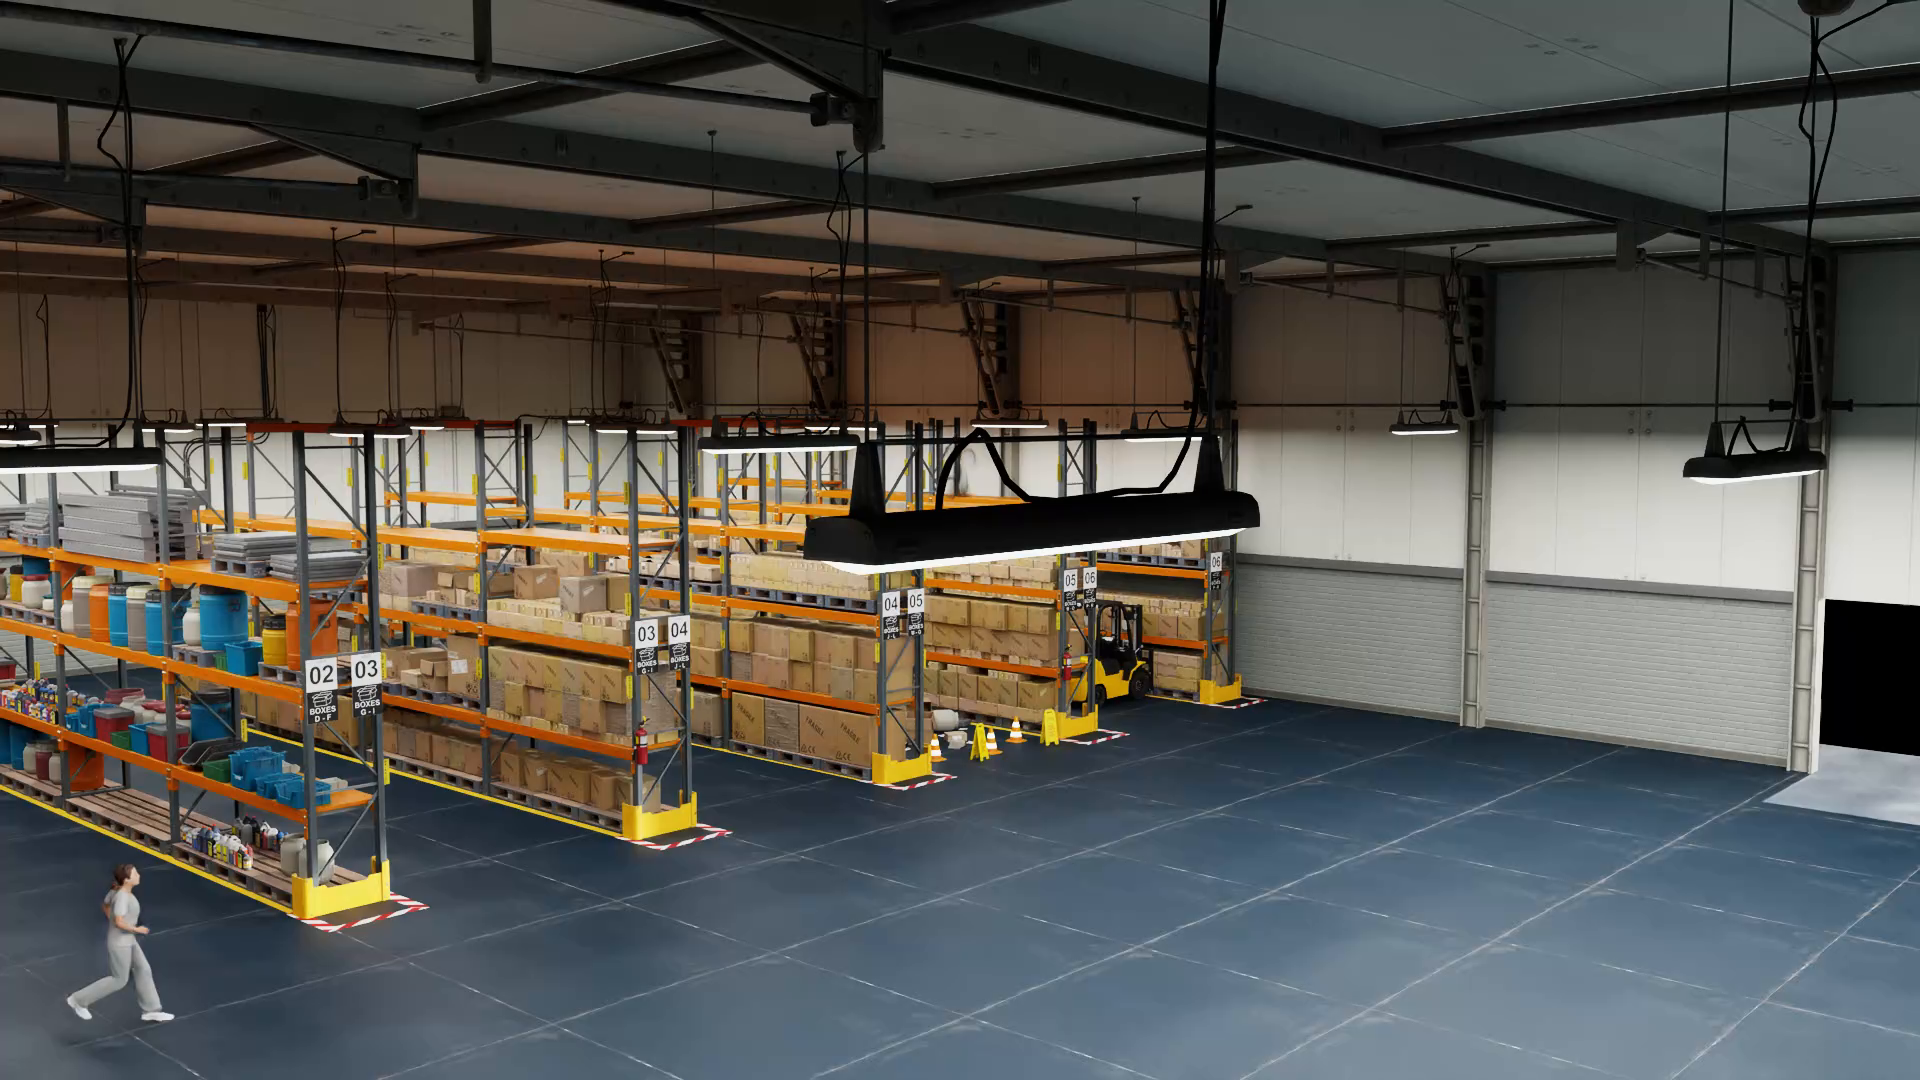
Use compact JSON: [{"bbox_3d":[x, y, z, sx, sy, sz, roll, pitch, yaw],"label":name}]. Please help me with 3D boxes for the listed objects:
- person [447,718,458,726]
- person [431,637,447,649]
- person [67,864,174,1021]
[{"bbox_3d":[-9.945,2.891,32.095,1.054,1.732,0.729,4,6,40],"label":"person"},{"bbox_3d":[-12.874,2.167,40.896,0.592,1.646,0.633,3,5,32],"label":"person"},{"bbox_3d":[-8.559,4.127,16.916,0.967,1.655,0.587,-2,5,-26],"label":"person"}]
